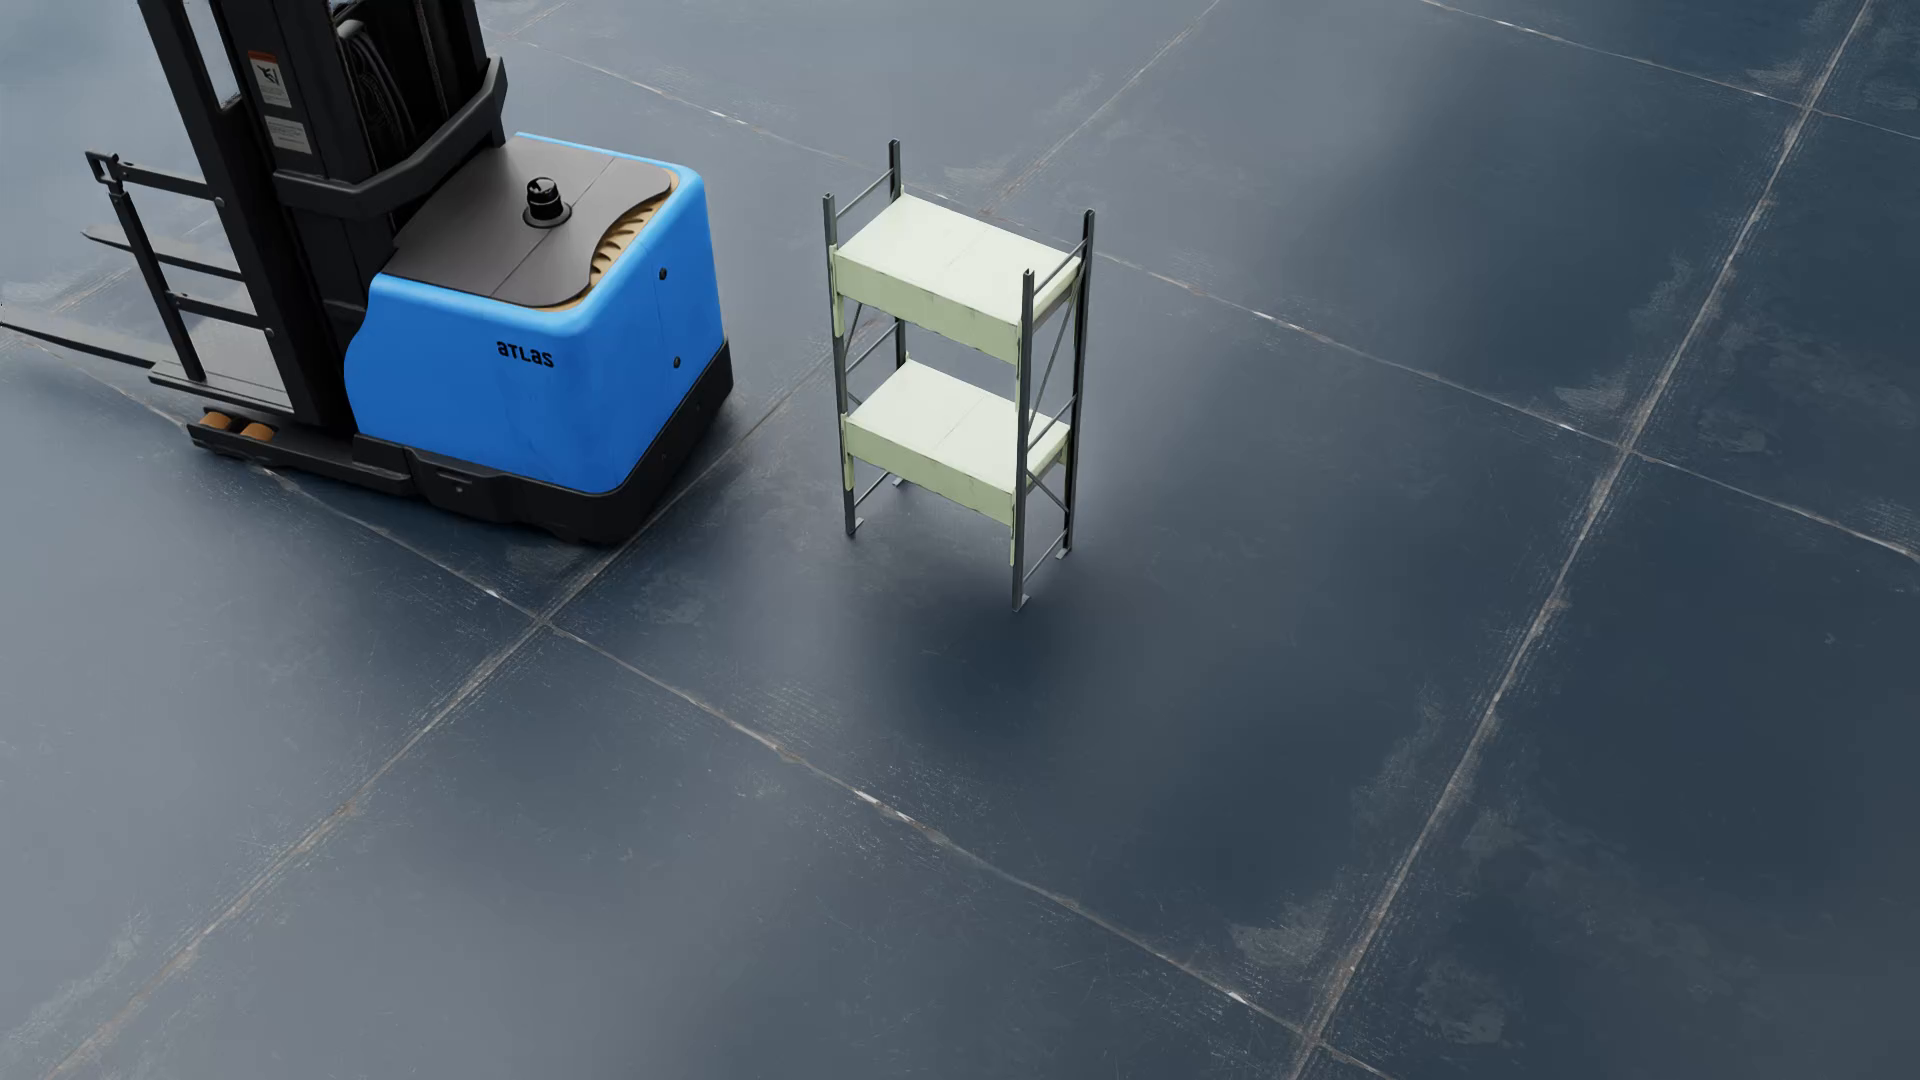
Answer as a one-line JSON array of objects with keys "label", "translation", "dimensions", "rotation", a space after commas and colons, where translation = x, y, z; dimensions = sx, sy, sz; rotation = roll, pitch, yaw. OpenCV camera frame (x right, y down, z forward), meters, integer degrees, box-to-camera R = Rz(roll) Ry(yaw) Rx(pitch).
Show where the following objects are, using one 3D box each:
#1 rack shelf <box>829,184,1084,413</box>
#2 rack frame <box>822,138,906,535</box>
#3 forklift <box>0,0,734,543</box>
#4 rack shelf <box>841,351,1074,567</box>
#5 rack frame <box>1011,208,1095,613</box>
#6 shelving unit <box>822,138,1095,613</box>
[{"label": "rack shelf", "translation": [-0.006, -0.797, 5.435], "dimensions": [0.720, 0.370, 0.431], "rotation": [25, 51, 22]}, {"label": "rack frame", "translation": [-0.314, -0.667, 5.852], "dimensions": [0.023, 1.500, 0.400], "rotation": [25, 51, 22]}, {"label": "forklift", "translation": [-2.494, -1.658, 5.817], "dimensions": [3.031, 2.935, 1.130], "rotation": [14, 48, 14]}, {"label": "rack shelf", "translation": [-0.006, -0.298, 5.948], "dimensions": [0.720, 0.370, 0.431], "rotation": [25, 51, 22]}, {"label": "rack frame", "translation": [0.302, -0.384, 5.577], "dimensions": [0.023, 1.500, 0.400], "rotation": [25, 51, 22]}, {"label": "shelving unit", "translation": [-0.006, -0.525, 5.715], "dimensions": [0.755, 1.500, 0.431], "rotation": [25, 51, 22]}]
